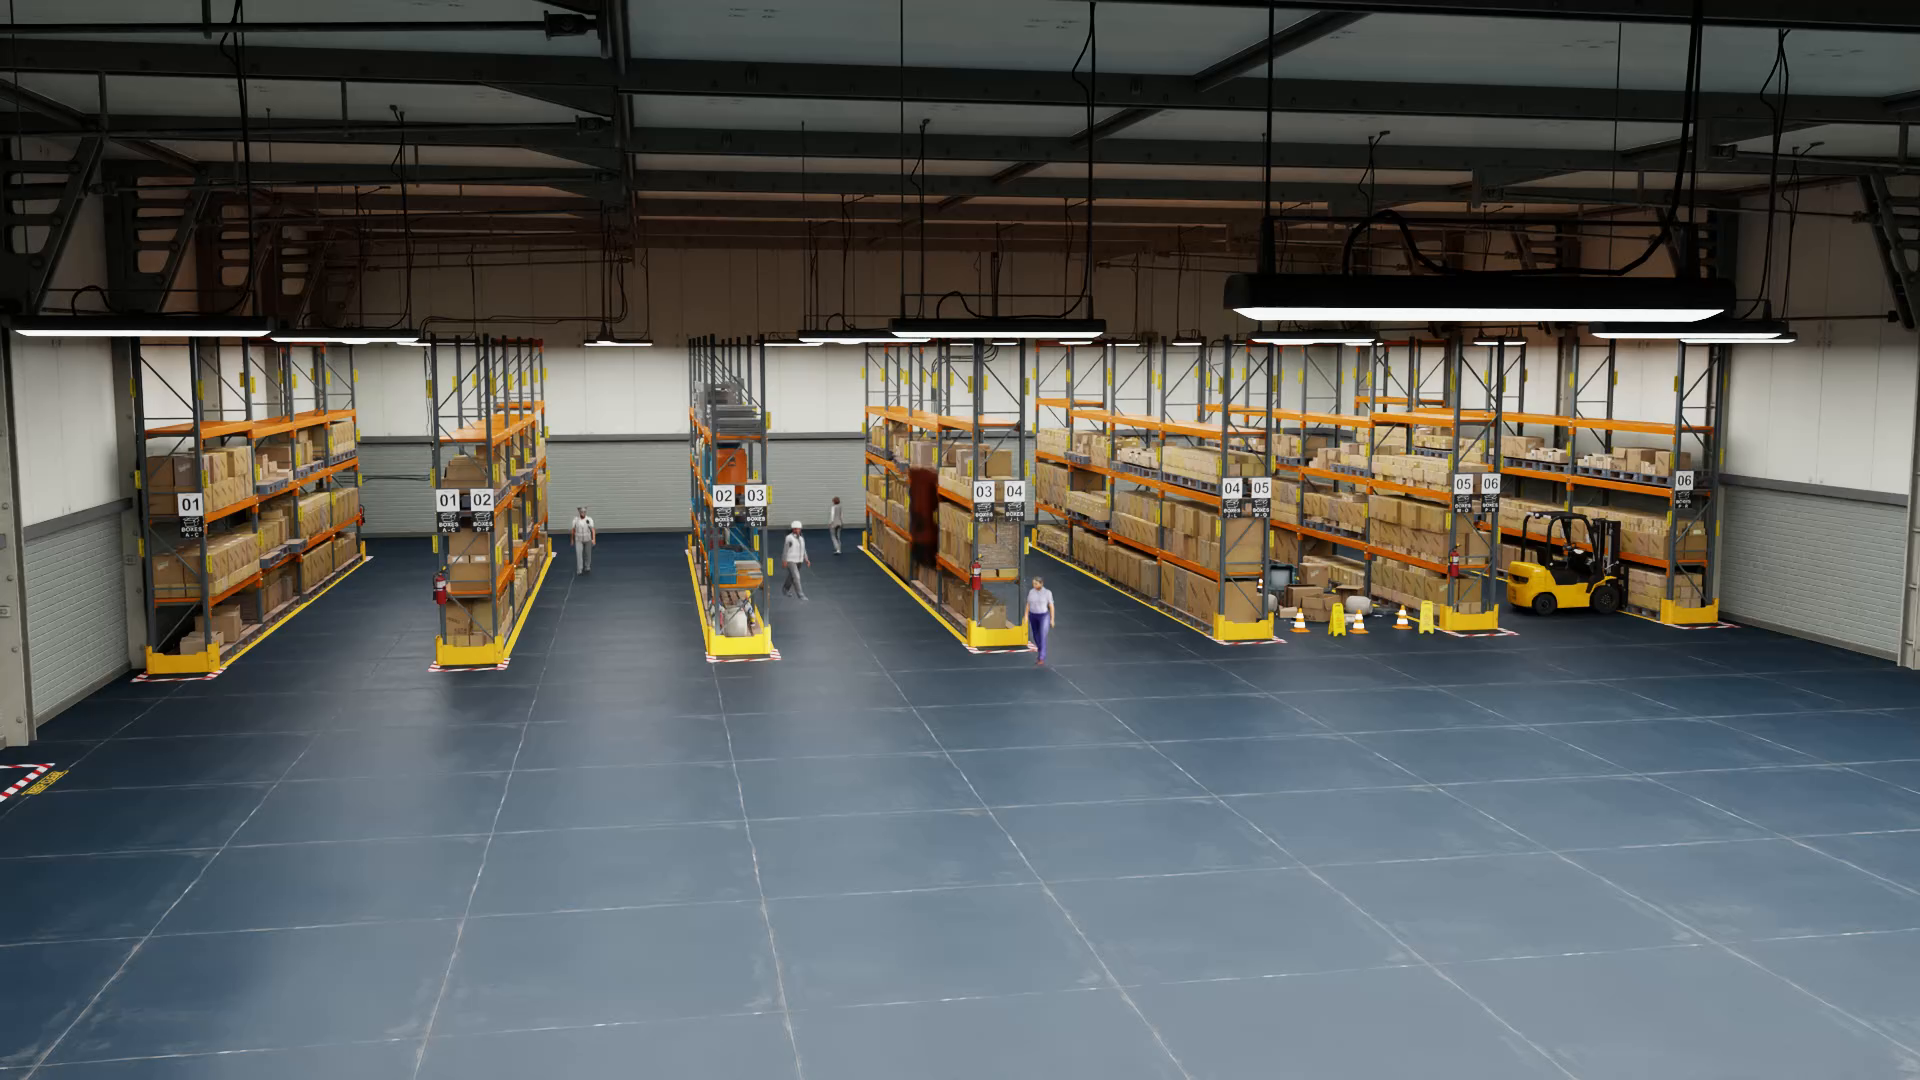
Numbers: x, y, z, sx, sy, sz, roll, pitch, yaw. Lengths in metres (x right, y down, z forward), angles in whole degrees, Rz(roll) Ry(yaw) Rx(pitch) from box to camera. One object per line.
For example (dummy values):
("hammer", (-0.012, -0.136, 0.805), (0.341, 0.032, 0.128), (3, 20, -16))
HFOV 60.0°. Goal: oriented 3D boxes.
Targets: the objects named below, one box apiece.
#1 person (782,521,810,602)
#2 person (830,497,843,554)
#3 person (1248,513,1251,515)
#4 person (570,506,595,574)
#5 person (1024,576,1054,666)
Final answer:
("person", (-3.570, 0.446, 35.938), (1.048, 1.730, 0.581), (6, 9, 42))
("person", (-3.469, -0.392, 46.676), (0.455, 1.655, 0.365), (-6, 9, -43))
("person", (7.319, 0.120, 42.075), (0.372, 1.612, 0.446), (6, 9, 44))
("person", (-9.656, -0.017, 42.549), (0.641, 1.701, 1.074), (-1, 7, -10))
("person", (1.444, 1.448, 30.366), (0.524, 1.603, 0.894), (4, 8, 32))
